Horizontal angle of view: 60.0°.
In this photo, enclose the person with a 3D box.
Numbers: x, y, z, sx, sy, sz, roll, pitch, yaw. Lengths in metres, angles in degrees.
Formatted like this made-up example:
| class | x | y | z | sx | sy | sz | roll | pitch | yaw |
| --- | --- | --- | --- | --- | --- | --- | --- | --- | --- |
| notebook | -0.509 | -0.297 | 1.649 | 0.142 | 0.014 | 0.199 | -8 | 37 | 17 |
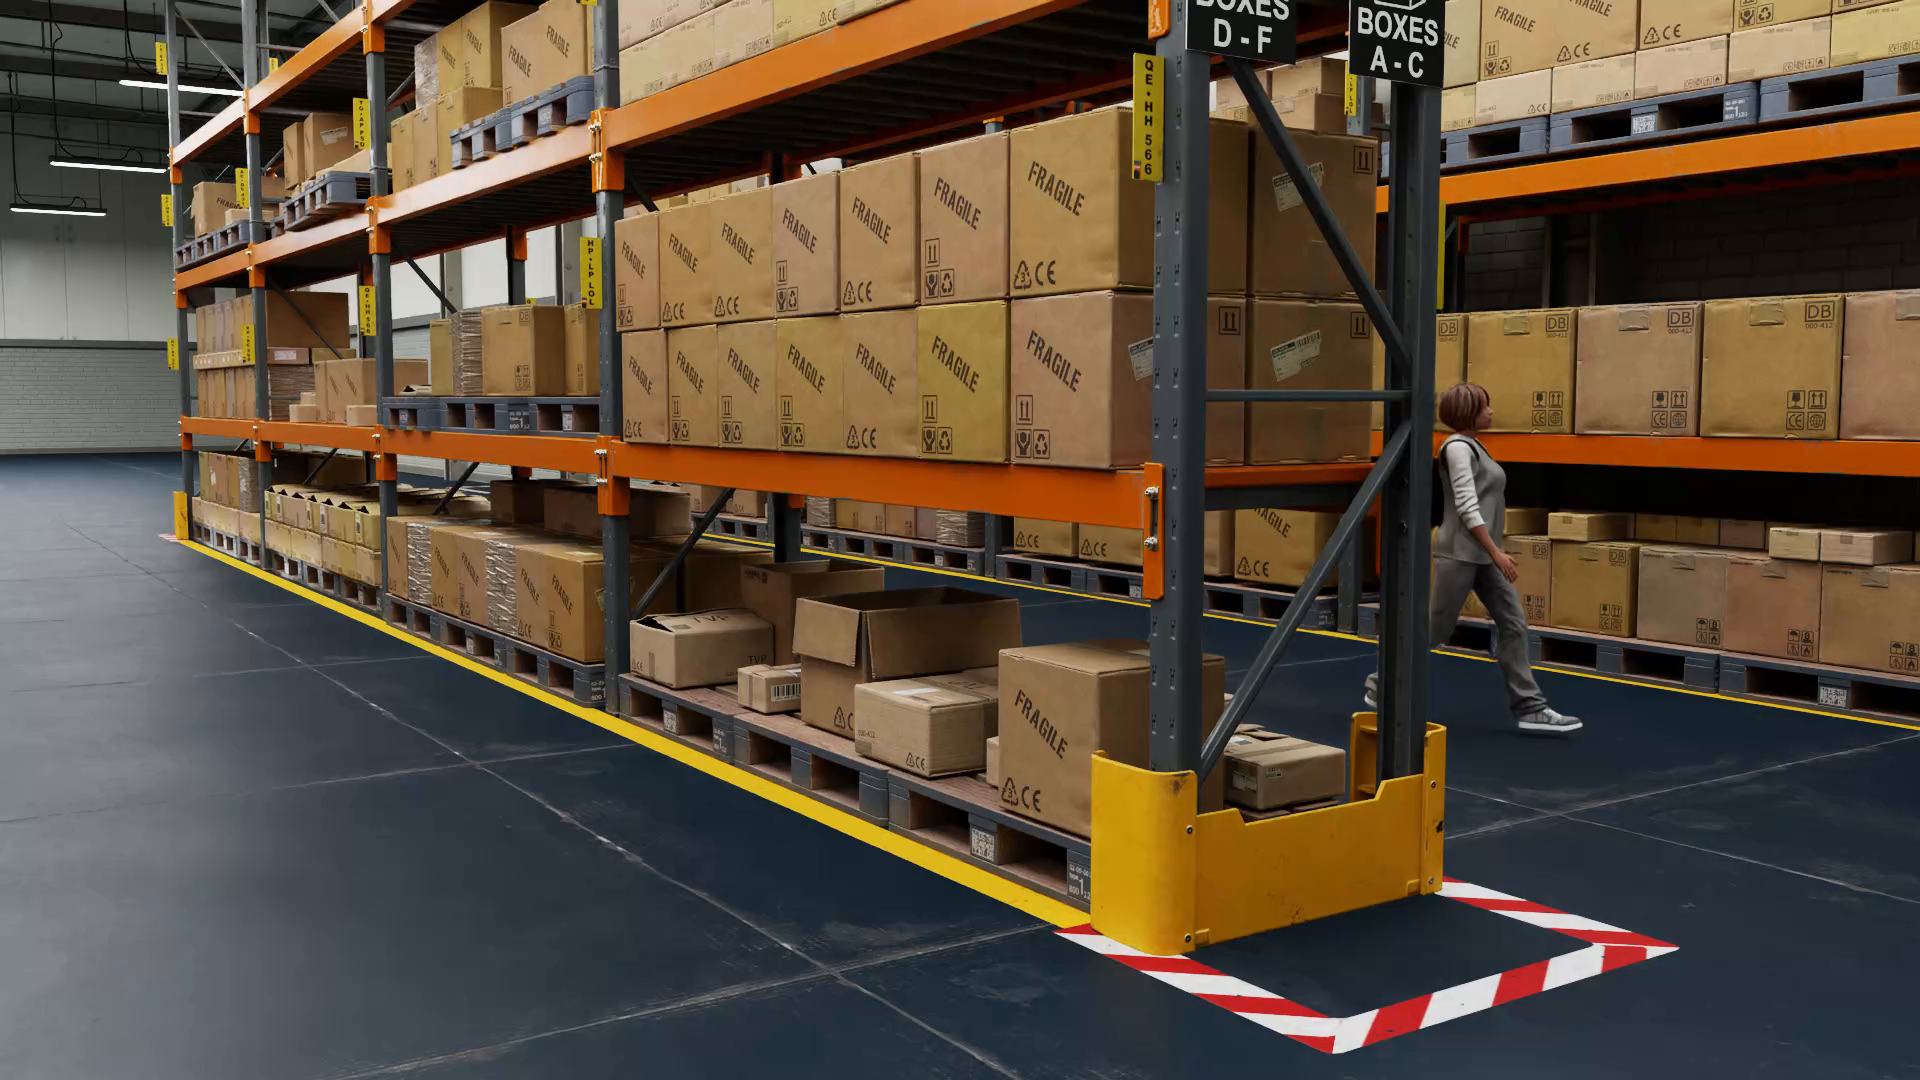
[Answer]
| class | x | y | z | sx | sy | sz | roll | pitch | yaw |
| --- | --- | --- | --- | --- | --- | --- | --- | --- | --- |
| person | 2.287 | 0.070 | 7.407 | 0.939 | 1.539 | 0.410 | 3 | 6 | 31 |
